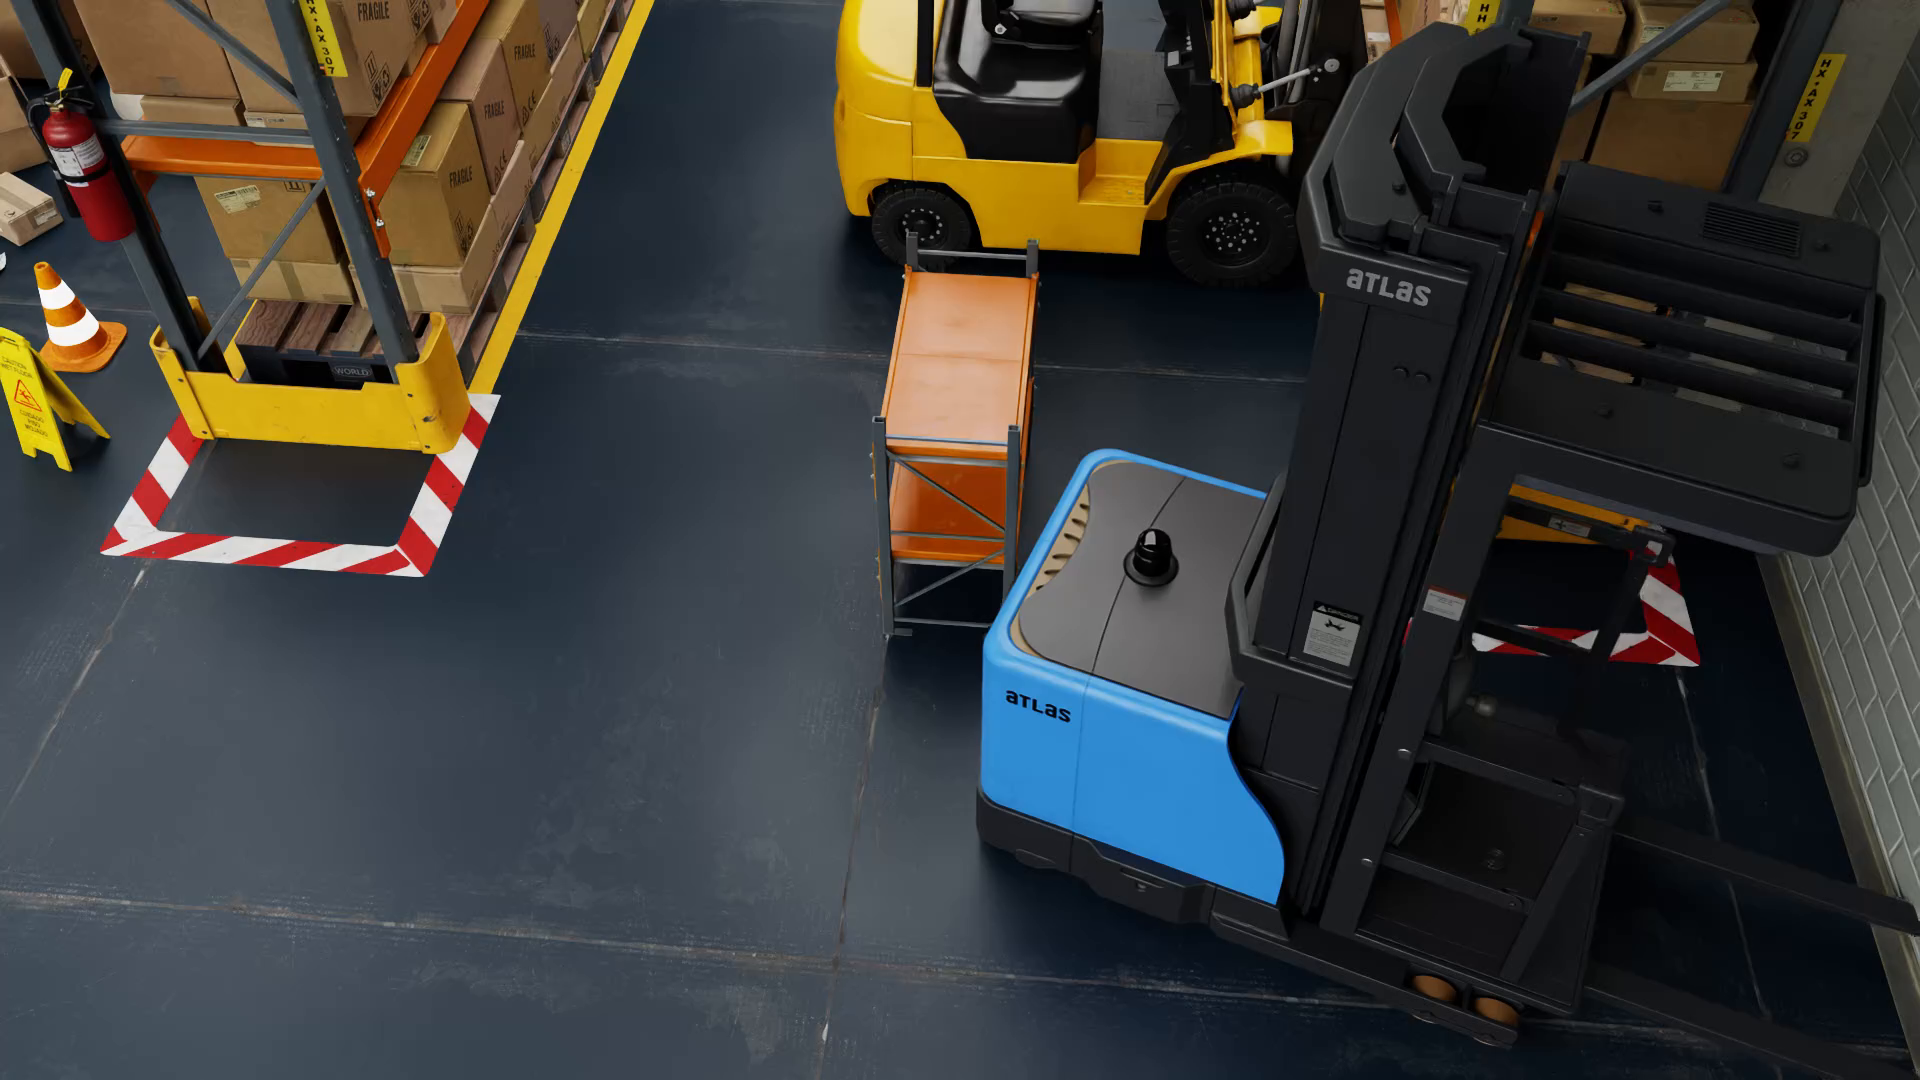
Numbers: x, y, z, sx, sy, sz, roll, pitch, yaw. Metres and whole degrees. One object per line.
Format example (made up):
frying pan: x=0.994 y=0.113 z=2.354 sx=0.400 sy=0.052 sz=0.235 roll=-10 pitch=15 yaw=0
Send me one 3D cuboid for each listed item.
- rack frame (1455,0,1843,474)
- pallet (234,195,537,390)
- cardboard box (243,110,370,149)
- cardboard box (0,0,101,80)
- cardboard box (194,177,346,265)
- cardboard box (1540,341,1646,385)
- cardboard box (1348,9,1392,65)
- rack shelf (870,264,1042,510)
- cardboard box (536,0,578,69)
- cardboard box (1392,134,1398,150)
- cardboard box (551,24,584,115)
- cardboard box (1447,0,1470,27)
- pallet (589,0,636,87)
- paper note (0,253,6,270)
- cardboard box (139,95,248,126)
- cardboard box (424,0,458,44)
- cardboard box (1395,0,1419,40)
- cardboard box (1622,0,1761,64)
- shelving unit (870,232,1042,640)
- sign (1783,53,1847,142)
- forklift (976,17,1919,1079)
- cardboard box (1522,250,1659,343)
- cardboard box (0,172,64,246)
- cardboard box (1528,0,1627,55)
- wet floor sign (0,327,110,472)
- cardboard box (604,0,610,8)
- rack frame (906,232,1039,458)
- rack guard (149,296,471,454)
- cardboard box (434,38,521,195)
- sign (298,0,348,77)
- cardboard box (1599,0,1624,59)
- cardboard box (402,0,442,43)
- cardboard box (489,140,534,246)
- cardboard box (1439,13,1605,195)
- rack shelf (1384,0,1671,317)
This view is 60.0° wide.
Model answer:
rack frame: x=2.205 y=-1.154 z=5.772 sx=1.000 sy=3.000 sz=0.127 roll=4 pitch=48 yaw=4
pallet: x=-2.622 y=-1.194 z=7.699 sx=1.003 sy=0.211 sz=1.213 roll=4 pitch=48 yaw=4
cardboard box: x=-2.501 y=-1.636 z=6.383 sx=0.380 sy=0.149 sz=0.250 roll=4 pitch=48 yaw=4
cardboard box: x=-5.022 y=-2.837 z=8.912 sx=0.797 sy=0.637 sz=0.503 roll=4 pitch=48 yaw=4
cardboard box: x=-2.925 y=-1.558 z=7.213 sx=0.500 sy=0.500 sz=0.500 roll=4 pitch=48 yaw=4
cardboard box: x=2.455 y=-0.868 z=6.751 sx=0.500 sy=0.250 sz=0.500 roll=5 pitch=48 yaw=4
cardboard box: x=2.067 y=-2.183 z=7.615 sx=0.500 sy=0.250 sz=0.500 roll=3 pitch=48 yaw=3
rack shelf: x=0.001 y=-0.582 z=6.123 sx=0.538 sy=0.278 sz=1.000 roll=4 pitch=48 yaw=4
cardboard box: x=-2.250 y=-2.689 z=8.247 sx=0.500 sy=0.500 sz=0.500 roll=6 pitch=48 yaw=6
cardboard box: x=1.977 y=-1.440 z=6.935 sx=0.500 sy=0.250 sz=0.500 roll=5 pitch=48 yaw=4
cardboard box: x=-2.249 y=-2.420 z=8.509 sx=0.500 sy=0.250 sz=0.500 roll=5 pitch=48 yaw=4
cardboard box: x=1.951 y=-1.870 z=5.920 sx=0.380 sy=0.149 sz=0.250 roll=5 pitch=48 yaw=4
pallet: x=-2.400 y=-2.987 z=9.339 sx=1.003 sy=0.211 sz=1.213 roll=4 pitch=48 yaw=4
paper note: x=-4.634 y=-1.311 z=7.929 sx=0.148 sy=0.019 sz=0.142 roll=-11 pitch=49 yaw=-10
cardboard box: x=-2.917 y=-1.689 z=6.432 sx=0.380 sy=0.149 sz=0.250 roll=5 pitch=48 yaw=5
cardboard box: x=-2.318 y=-2.195 z=6.895 sx=0.380 sy=0.149 sz=0.250 roll=5 pitch=48 yaw=4
cardboard box: x=2.091 y=-2.324 z=6.775 sx=0.500 sy=0.500 sz=0.500 roll=3 pitch=48 yaw=3
cardboard box: x=2.449 y=-1.739 z=5.599 sx=0.380 sy=0.149 sz=0.250 roll=3 pitch=48 yaw=3
shelving unit: x=0.001 y=-0.385 z=6.339 sx=0.538 sy=1.125 sz=1.048 roll=4 pitch=48 yaw=4
sign: x=2.757 y=-1.431 z=5.386 sx=0.100 sy=0.325 sz=0.005 roll=4 pitch=48 yaw=4
forklift: x=1.620 y=0.165 z=4.613 sx=3.031 sy=2.935 sz=1.130 roll=18 pitch=50 yaw=16
cardboard box: x=2.438 y=-1.045 z=6.575 sx=0.500 sy=0.250 sz=0.500 roll=3 pitch=48 yaw=3
cardboard box: x=-4.630 y=-1.621 z=8.132 sx=0.380 sy=0.149 sz=0.250 roll=28 pitch=53 yaw=23
cardboard box: x=2.028 y=-1.784 z=5.640 sx=0.380 sy=0.149 sz=0.250 roll=4 pitch=48 yaw=4
wet floor sign: x=-3.821 y=-0.623 z=6.882 sx=0.267 sy=0.644 sz=0.232 roll=19 pitch=50 yaw=17
cardboard box: x=-2.160 y=-3.185 z=9.209 sx=0.500 sy=0.250 sz=0.500 roll=6 pitch=48 yaw=5
rack frame: x=0.047 y=-0.758 z=6.681 sx=0.500 sy=1.125 sz=0.032 roll=4 pitch=48 yaw=4
rack guard: x=-2.731 y=-0.697 z=7.049 sx=1.175 sy=0.500 sz=0.348 roll=4 pitch=48 yaw=4
cardboard box: x=-2.344 y=-1.928 z=7.551 sx=0.500 sy=0.500 sz=0.500 roll=2 pitch=48 yaw=2
sign: x=-2.198 y=-1.741 z=5.723 sx=0.100 sy=0.325 sz=0.005 roll=4 pitch=48 yaw=4
cardboard box: x=2.454 y=-1.824 z=5.878 sx=0.380 sy=0.149 sz=0.250 roll=4 pitch=48 yaw=4
cardboard box: x=-2.375 y=-2.329 z=6.578 sx=0.500 sy=0.500 sz=0.500 roll=5 pitch=48 yaw=5
cardboard box: x=-2.335 y=-1.647 z=7.803 sx=0.500 sy=0.250 sz=0.500 roll=5 pitch=48 yaw=5
cardboard box: x=1.989 y=-1.567 z=6.082 sx=0.500 sy=0.500 sz=0.500 roll=3 pitch=48 yaw=3
rack shelf: x=2.388 y=-2.381 z=7.382 sx=1.077 sy=0.370 sz=4.000 roll=4 pitch=48 yaw=4
